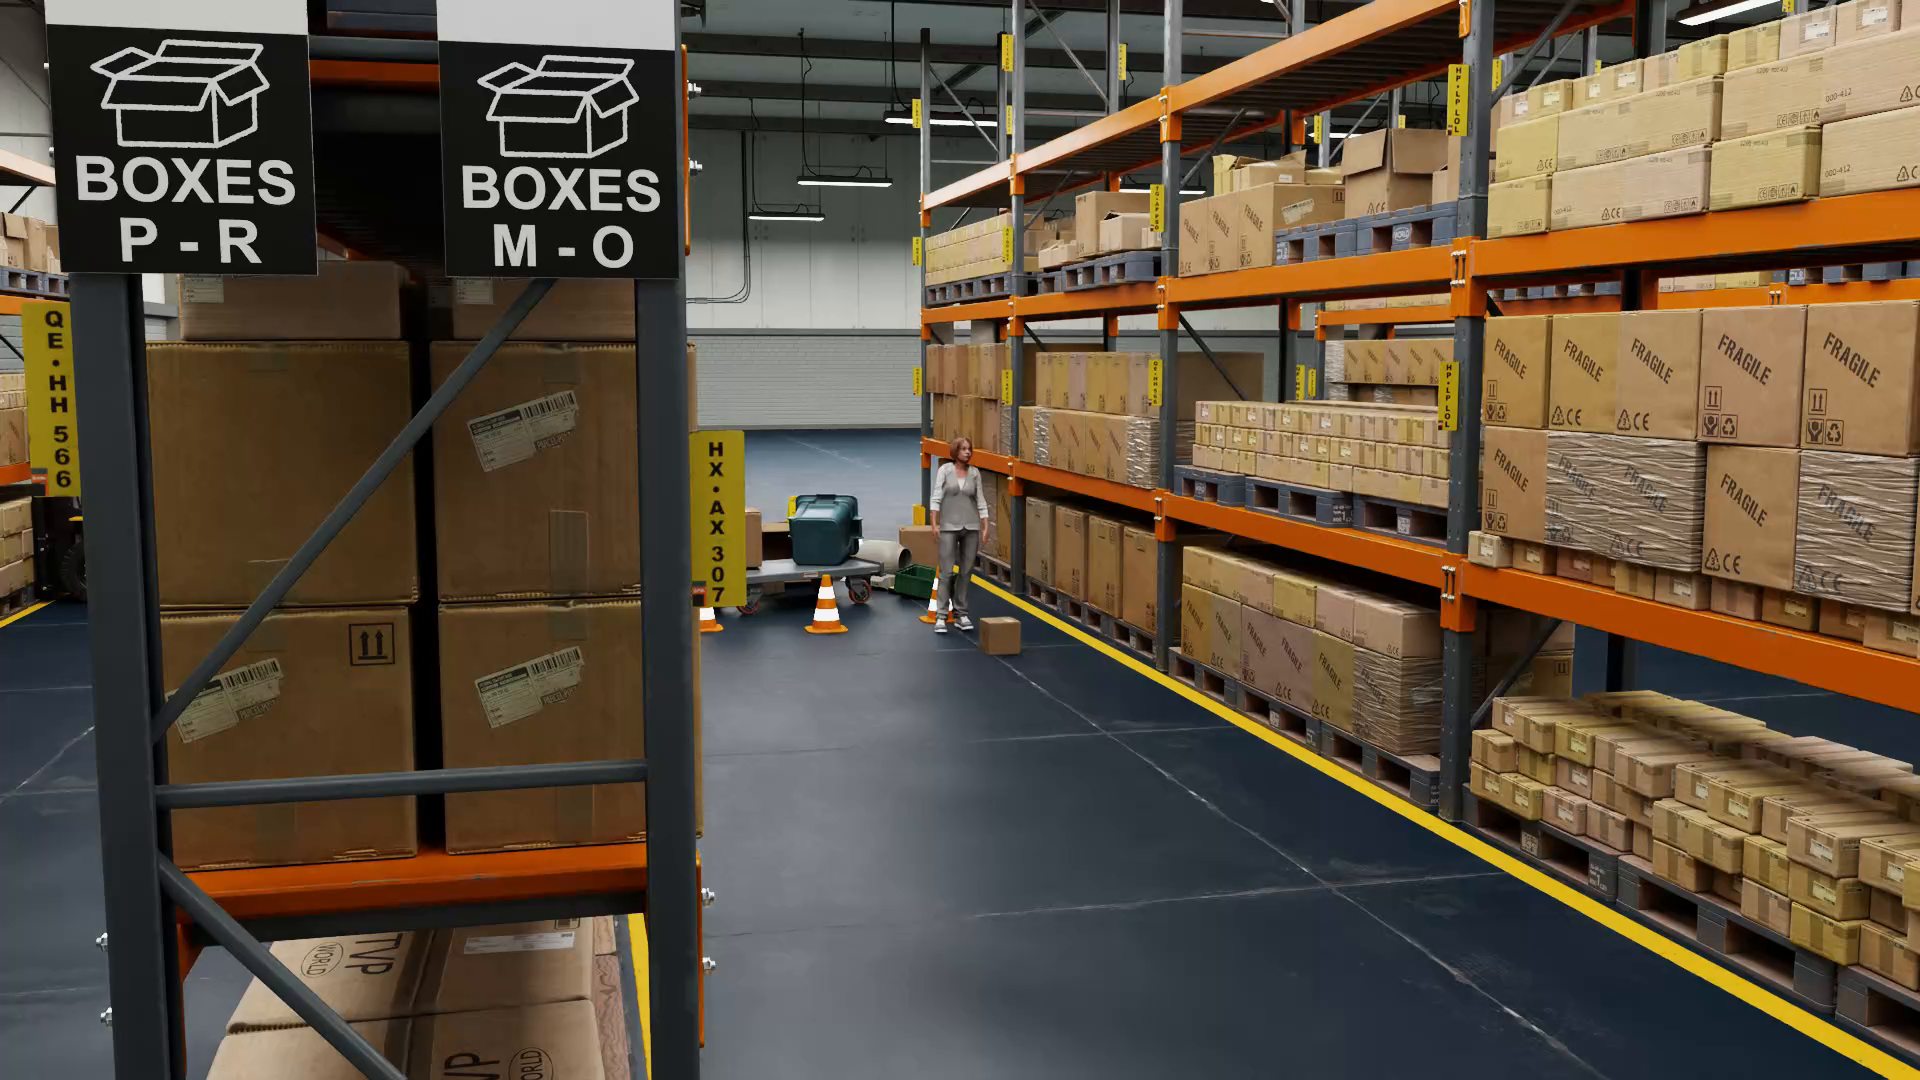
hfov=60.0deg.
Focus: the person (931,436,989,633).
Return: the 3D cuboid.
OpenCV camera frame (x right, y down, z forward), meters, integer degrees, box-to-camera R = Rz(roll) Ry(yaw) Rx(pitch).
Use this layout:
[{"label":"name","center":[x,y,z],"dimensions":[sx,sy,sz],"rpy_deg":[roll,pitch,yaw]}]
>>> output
[{"label":"person","center":[0.006,-0.052,13.768],"dimensions":[0.520,1.596,0.472],"rpy_deg":[-2,7,-15]}]
